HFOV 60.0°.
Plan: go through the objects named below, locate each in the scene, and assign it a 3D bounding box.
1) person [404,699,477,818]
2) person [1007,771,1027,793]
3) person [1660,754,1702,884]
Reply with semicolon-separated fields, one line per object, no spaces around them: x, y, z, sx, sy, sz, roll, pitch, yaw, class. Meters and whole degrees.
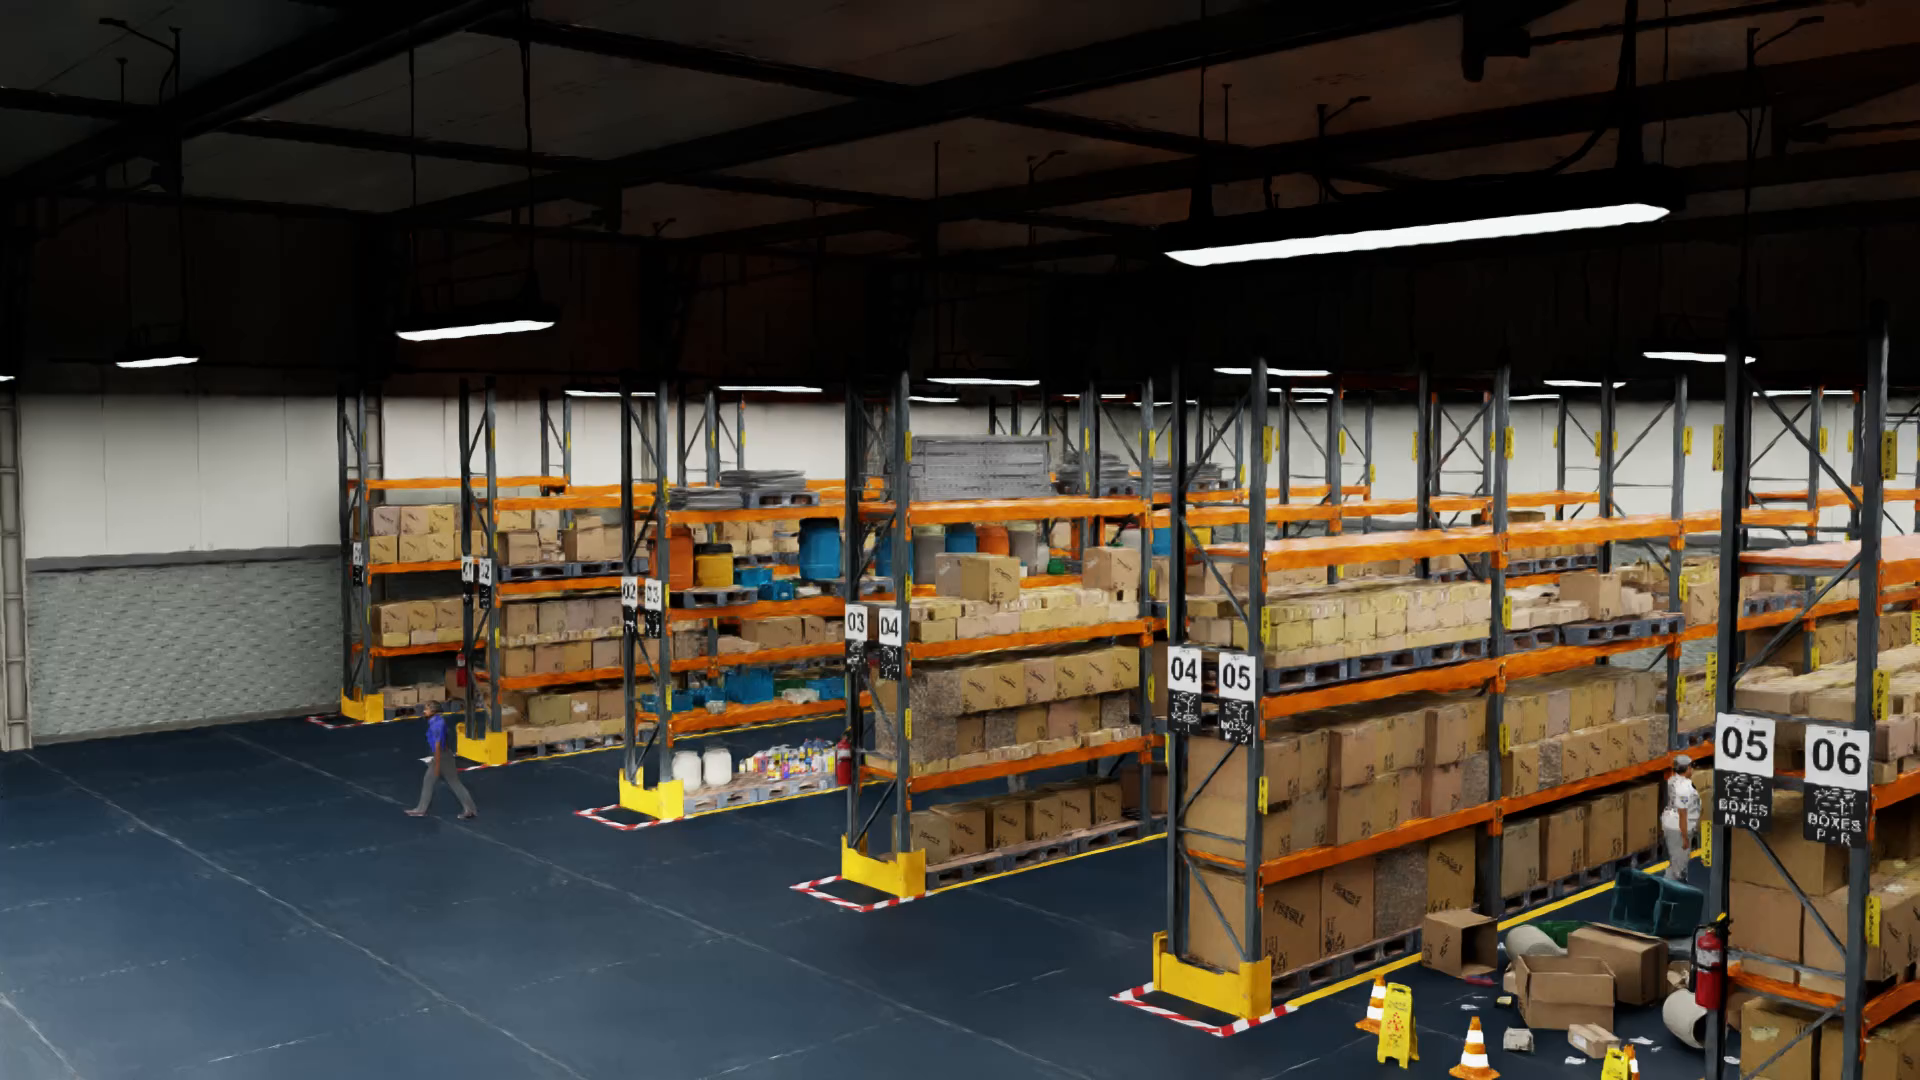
-6.920;2.909;22.108;0.932;1.602;0.492;-1;4;-18;person
0.768;2.852;22.361;0.664;1.665;0.596;-2;4;-25;person
7.816;3.143;17.980;0.449;1.668;0.530;1;4;17;person
